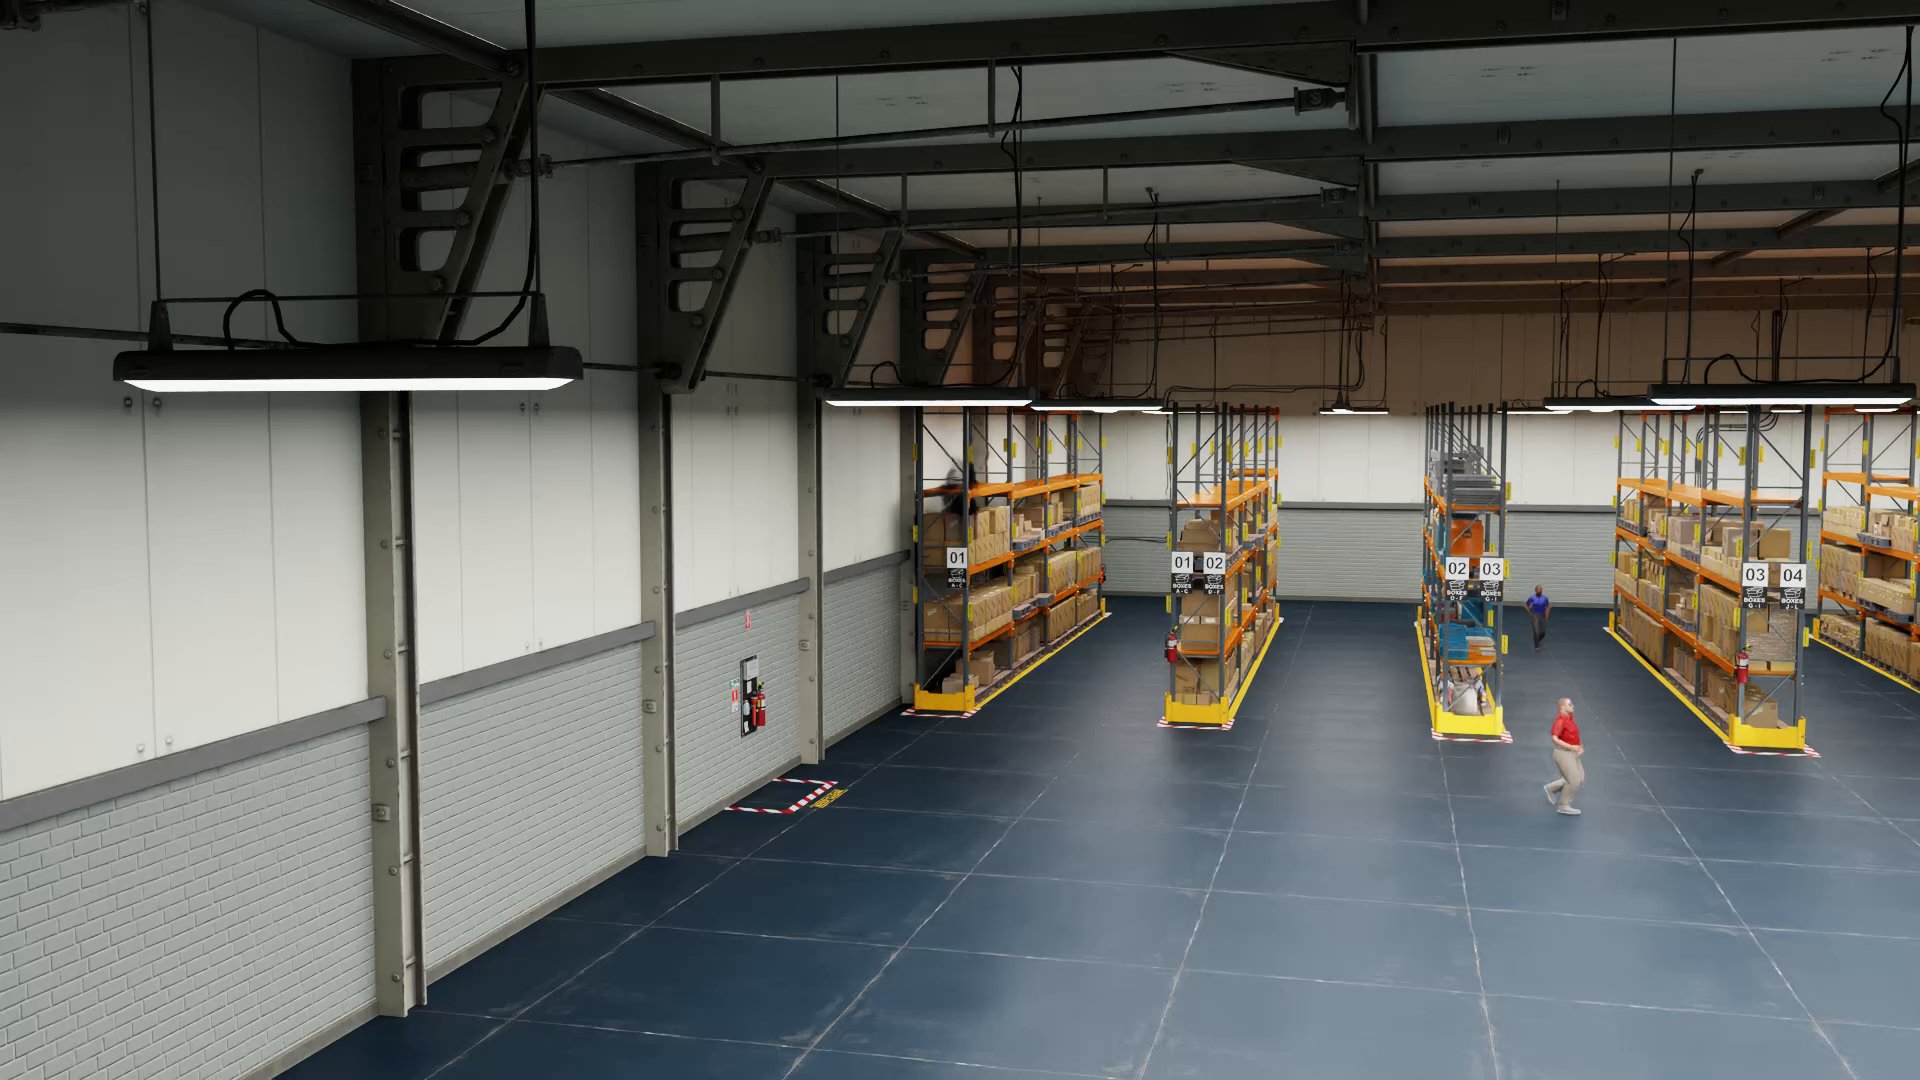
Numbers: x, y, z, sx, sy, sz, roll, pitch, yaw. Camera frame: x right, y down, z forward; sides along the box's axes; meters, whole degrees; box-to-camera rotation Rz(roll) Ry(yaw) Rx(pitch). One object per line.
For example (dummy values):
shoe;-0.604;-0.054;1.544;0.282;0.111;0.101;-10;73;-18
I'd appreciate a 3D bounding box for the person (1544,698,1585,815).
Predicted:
person;8.748;3.110;24.008;0.602;1.672;0.660;3;5;33

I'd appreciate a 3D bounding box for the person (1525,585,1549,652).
person;14.150;1.960;40.790;0.596;1.529;0.555;0;4;6

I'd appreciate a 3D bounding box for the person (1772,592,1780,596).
person;21.752;1.687;44.069;0.806;1.685;0.646;-1;4;-18
